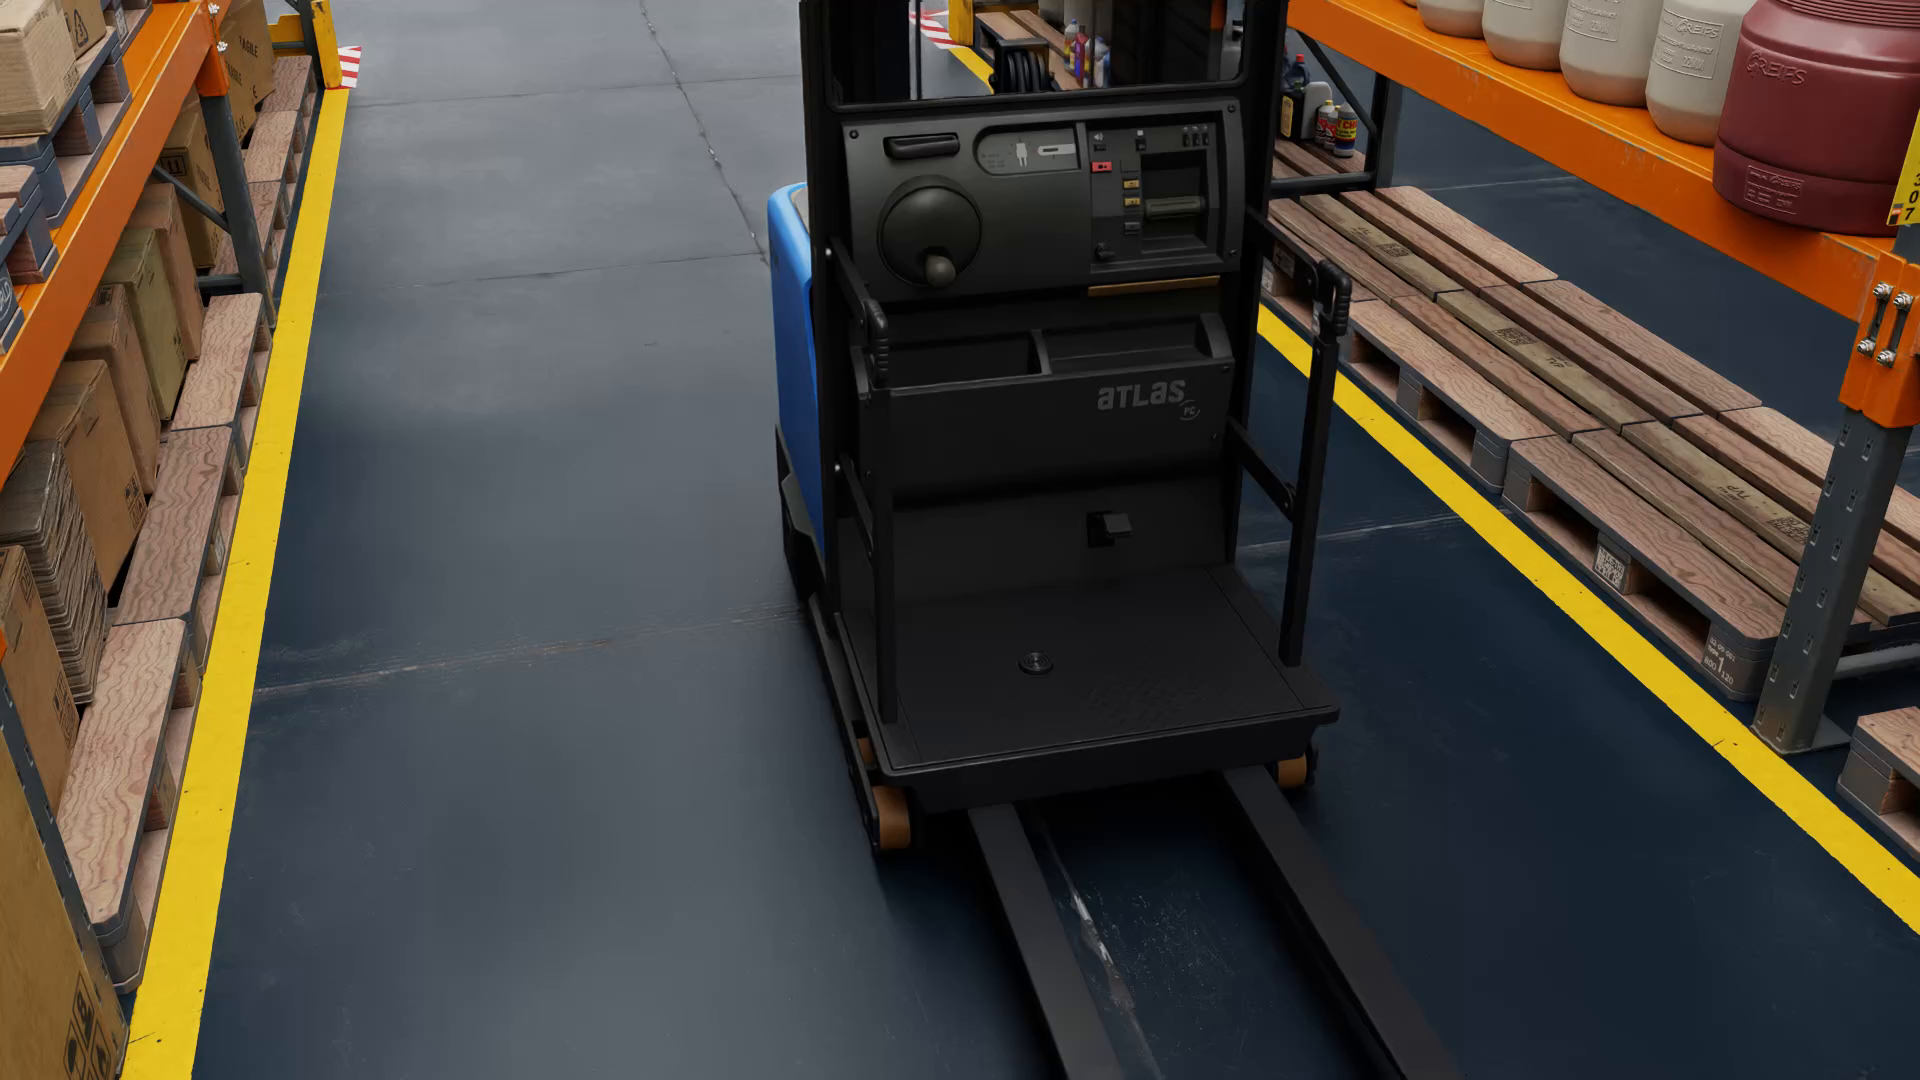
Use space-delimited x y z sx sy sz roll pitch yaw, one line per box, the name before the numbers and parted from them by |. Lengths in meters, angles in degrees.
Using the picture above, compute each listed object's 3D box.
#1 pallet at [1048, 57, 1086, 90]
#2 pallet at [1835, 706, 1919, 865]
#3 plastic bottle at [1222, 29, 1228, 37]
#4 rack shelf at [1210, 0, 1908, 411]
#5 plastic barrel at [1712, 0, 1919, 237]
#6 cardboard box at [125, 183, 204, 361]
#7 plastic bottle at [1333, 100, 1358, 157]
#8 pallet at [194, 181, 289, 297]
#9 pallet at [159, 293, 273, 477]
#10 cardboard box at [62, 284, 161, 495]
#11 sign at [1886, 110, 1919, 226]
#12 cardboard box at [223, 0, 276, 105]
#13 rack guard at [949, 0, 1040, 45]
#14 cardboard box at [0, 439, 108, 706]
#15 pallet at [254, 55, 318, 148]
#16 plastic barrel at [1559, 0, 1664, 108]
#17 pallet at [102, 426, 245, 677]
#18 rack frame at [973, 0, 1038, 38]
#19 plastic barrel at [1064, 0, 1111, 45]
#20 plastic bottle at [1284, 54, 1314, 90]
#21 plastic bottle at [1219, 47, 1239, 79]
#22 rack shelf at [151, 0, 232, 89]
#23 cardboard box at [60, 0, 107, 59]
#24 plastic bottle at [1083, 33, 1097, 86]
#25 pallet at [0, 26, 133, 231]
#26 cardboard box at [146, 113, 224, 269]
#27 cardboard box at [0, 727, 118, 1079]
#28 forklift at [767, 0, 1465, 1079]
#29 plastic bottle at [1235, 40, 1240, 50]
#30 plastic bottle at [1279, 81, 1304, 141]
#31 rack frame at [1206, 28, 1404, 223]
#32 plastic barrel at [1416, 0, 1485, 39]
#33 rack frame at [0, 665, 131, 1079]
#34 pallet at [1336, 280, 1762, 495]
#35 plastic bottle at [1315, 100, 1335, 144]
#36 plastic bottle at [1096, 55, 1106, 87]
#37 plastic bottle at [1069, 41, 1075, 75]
pallet | 1.050 -2.477 9.319 1.003 0.211 1.213 -8 31 -13
pallet | 2.827 0.750 3.743 1.003 0.211 1.213 -8 31 -13
plastic bottle | 1.441 -2.686 9.176 0.152 0.276 0.135 -9 31 -15
rack shelf | 2.047 -1.487 5.542 1.077 0.370 4.000 -8 31 -13
plastic barrel | 2.162 -1.075 3.976 0.600 0.536 0.708 -8 31 -13
cardboard box | -3.117 -0.914 5.892 0.700 0.500 0.500 -10 32 -17
plastic bottle | 1.854 -1.986 7.971 0.097 0.271 0.097 0 30 0
pallet | -3.472 -1.218 7.144 1.003 0.211 1.213 -8 31 -13
pallet | -3.052 -0.523 5.942 1.003 0.211 1.213 -8 31 -13
cardboard box | -2.860 -0.411 5.023 0.700 0.500 0.500 -11 32 -18
sign | 2.049 -0.826 3.520 0.100 0.325 0.005 -8 31 -13
cardboard box | -3.980 -2.549 8.736 0.500 0.500 0.500 0 30 0
rack guard | 0.519 -3.583 10.942 1.175 0.500 0.348 -8 31 -13
cardboard box | -2.555 0.131 4.086 0.700 0.500 0.500 -10 32 -17
pallet | -4.120 -2.397 9.180 1.003 0.211 1.213 -8 31 -13
plastic barrel | 1.987 -1.552 4.826 0.421 0.512 0.421 0 30 0
pallet | -2.724 0.068 4.922 1.003 0.211 1.213 -8 31 -13
rack frame | 0.454 -4.696 10.368 1.000 3.000 0.127 -8 31 -13
plastic barrel | 0.835 -3.251 9.937 0.421 0.512 0.421 0 30 0
plastic bottle | 1.701 -2.253 8.353 0.144 0.351 0.185 -7 31 -12
plastic bottle | 1.402 -2.485 8.829 0.152 0.276 0.135 -8 31 -13
rack shelf | -3.790 -2.760 7.742 1.077 0.370 4.000 -8 31 -13
cardboard box | -2.710 -1.507 4.337 0.797 0.503 0.637 -5 30 -8
plastic bottle | 0.726 -2.623 9.071 0.097 0.271 0.097 0 30 0
pallet | -2.763 -1.041 4.246 1.003 0.211 1.213 -8 31 -13
cardboard box | -3.327 -1.404 6.757 0.500 0.500 0.500 -9 31 -15
cardboard box | -2.035 0.901 2.402 1.225 0.875 0.875 -9 31 -16
forklift | 0.253 -0.736 3.595 1.130 2.935 3.031 -7 31 -12
plastic bottle | 1.539 -2.549 8.865 0.144 0.351 0.185 -8 31 -14
plastic bottle | 1.639 -2.129 8.206 0.061 0.283 0.133 -8 31 -13
rack frame | 1.516 -2.764 7.031 1.000 3.000 0.127 -8 31 -13
plastic barrel | 1.753 -1.977 5.536 0.433 0.535 0.433 0 30 0
rack frame | -2.198 -0.173 2.555 1.000 3.000 0.127 -8 31 -13
pallet | 2.089 -0.592 6.063 1.003 0.211 1.213 -8 31 -13
plastic bottle | 1.800 -2.054 8.158 0.097 0.201 0.097 0 30 0
plastic bottle | 0.779 -2.496 8.923 0.097 0.201 0.097 0 30 0
plastic bottle | 0.662 -2.708 9.288 0.097 0.201 0.097 0 30 0
